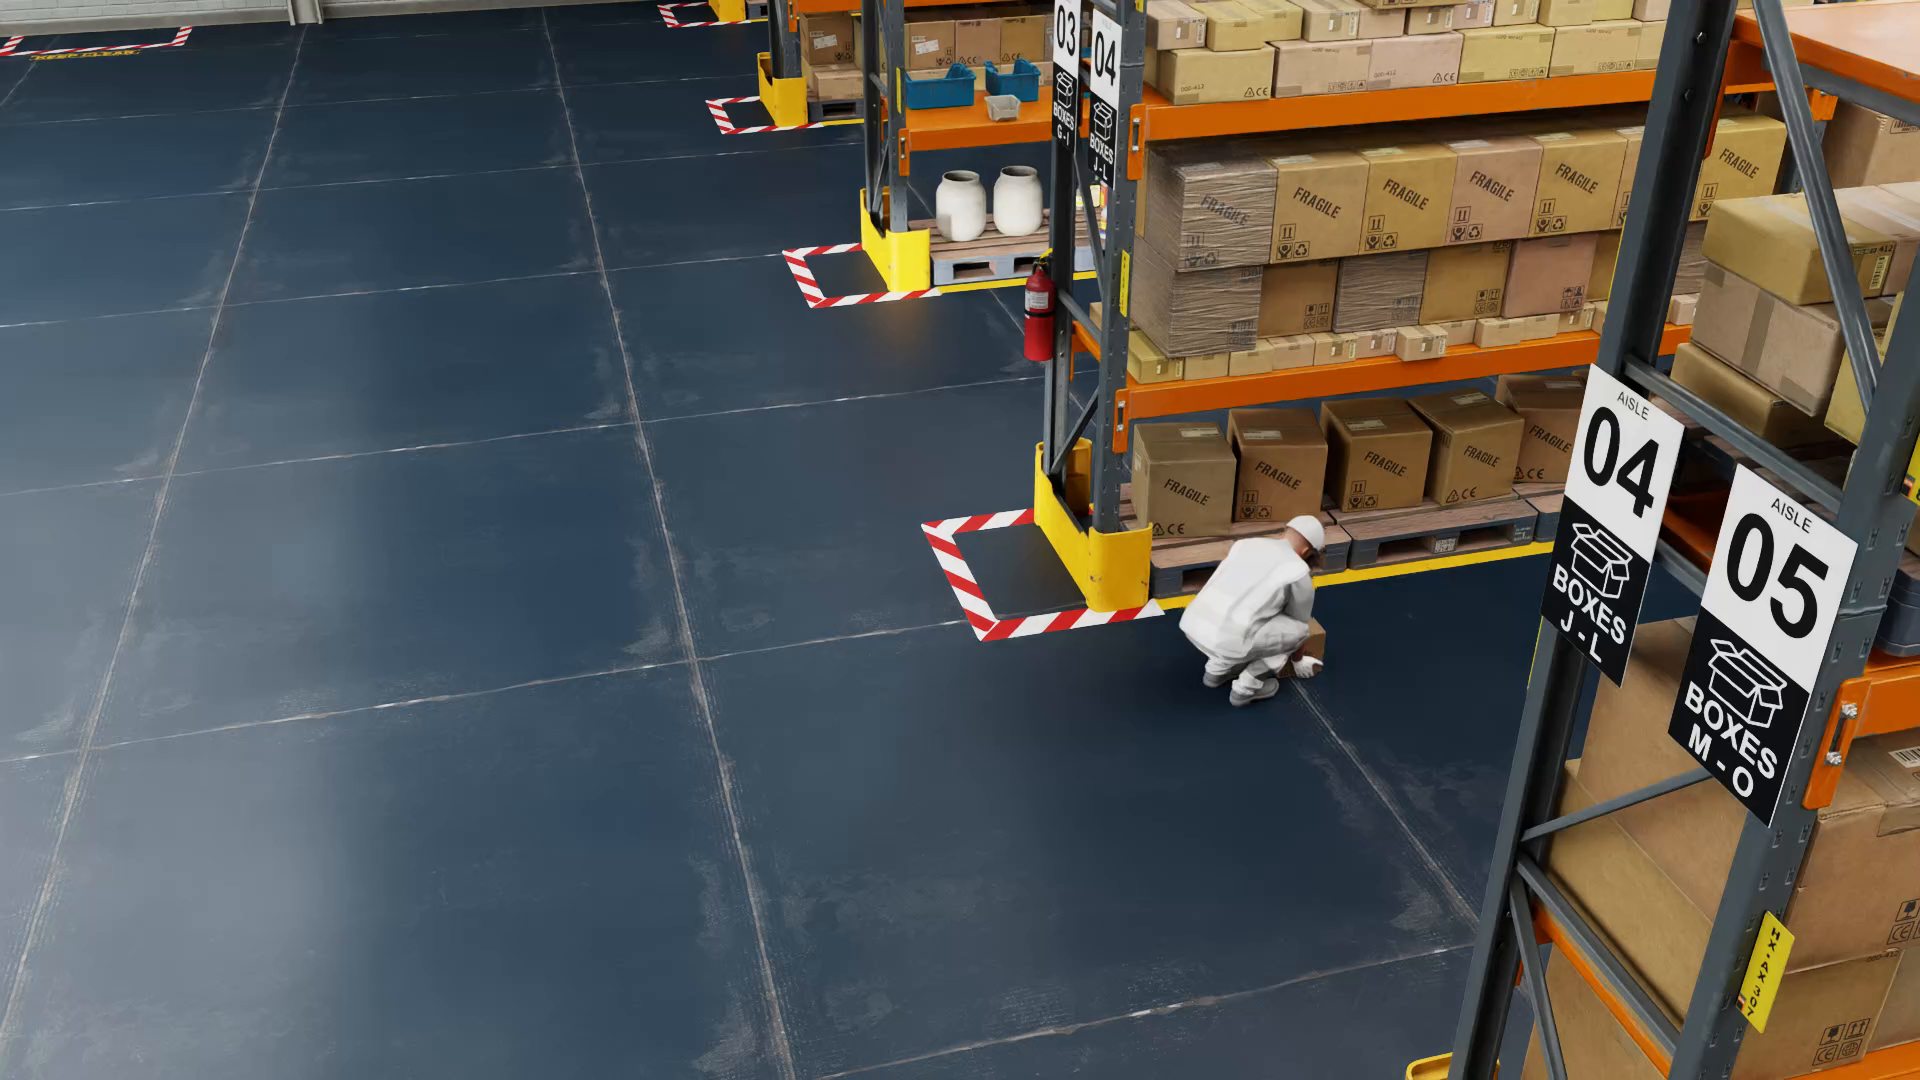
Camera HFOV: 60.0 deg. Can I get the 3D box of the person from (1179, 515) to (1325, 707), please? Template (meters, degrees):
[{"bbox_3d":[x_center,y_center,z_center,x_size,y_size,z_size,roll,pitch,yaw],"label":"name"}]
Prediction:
[{"bbox_3d":[1.525,0.381,8.546,0.891,0.890,0.556,-19,35,-29],"label":"person"}]
